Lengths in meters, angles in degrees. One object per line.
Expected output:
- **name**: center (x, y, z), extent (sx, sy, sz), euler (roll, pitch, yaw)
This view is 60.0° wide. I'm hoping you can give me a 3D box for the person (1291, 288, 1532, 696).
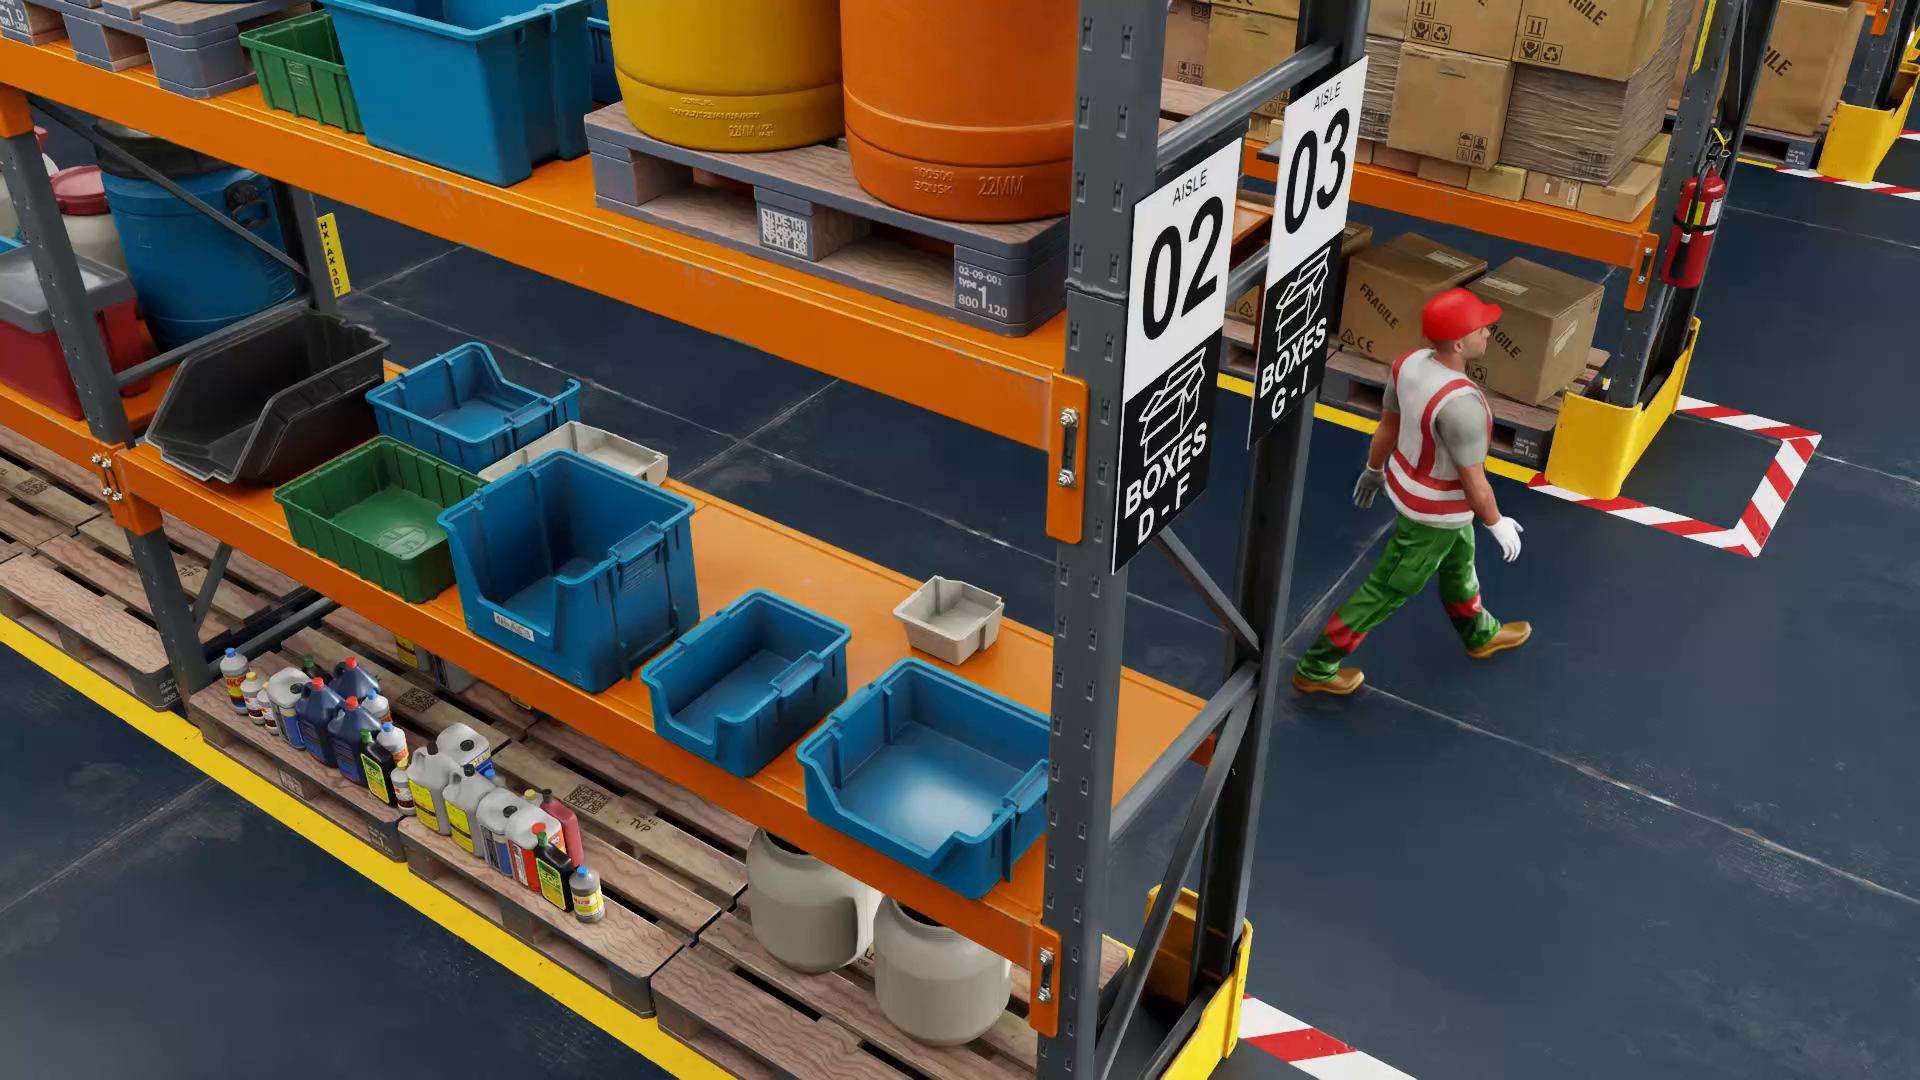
- **person**: center (1.866, -0.165, 6.360), extent (1.085, 1.731, 0.586), euler (-3, 34, -4)
